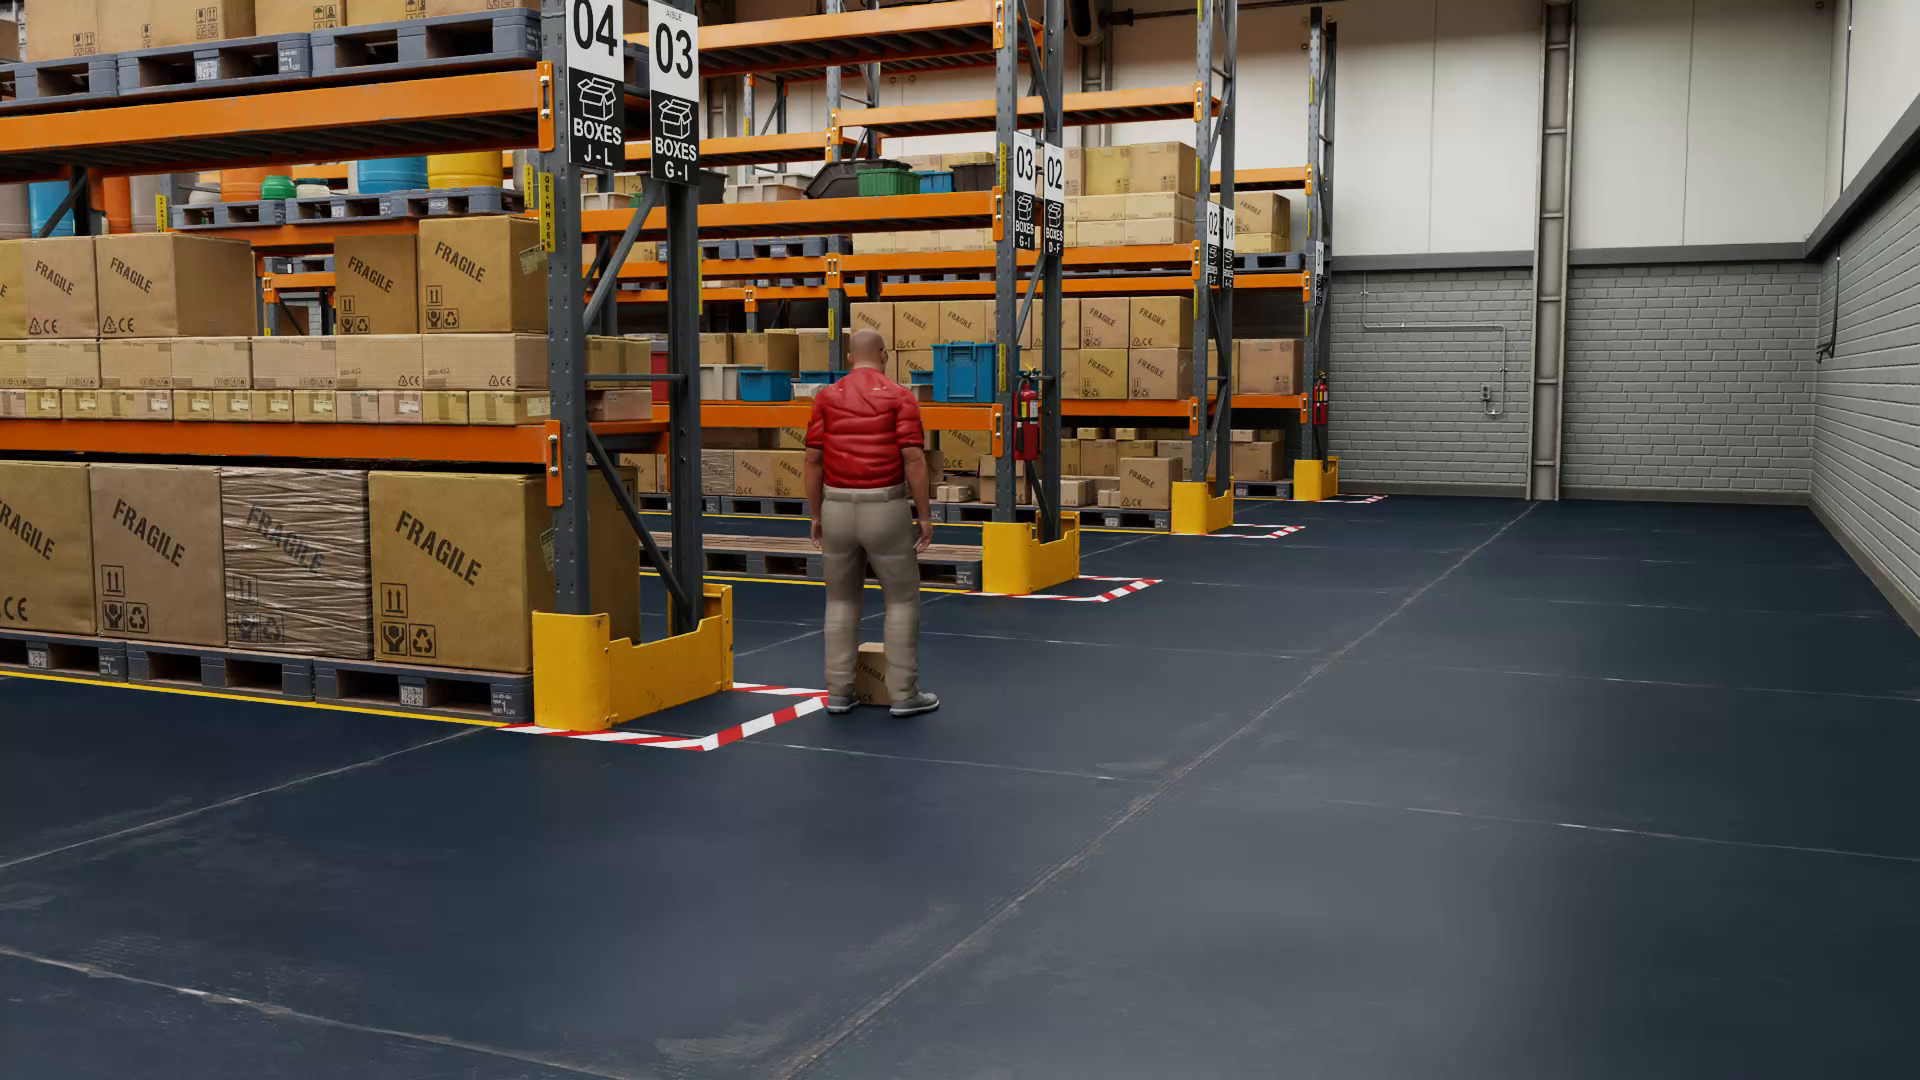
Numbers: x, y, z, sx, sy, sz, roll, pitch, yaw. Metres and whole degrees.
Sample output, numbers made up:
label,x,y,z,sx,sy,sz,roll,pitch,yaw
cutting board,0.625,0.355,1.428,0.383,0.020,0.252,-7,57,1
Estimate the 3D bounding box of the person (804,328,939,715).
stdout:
label,x,y,z,sx,sy,sz,roll,pitch,yaw
person,-0.409,-0.084,7.475,0.583,1.726,0.397,2,6,16
